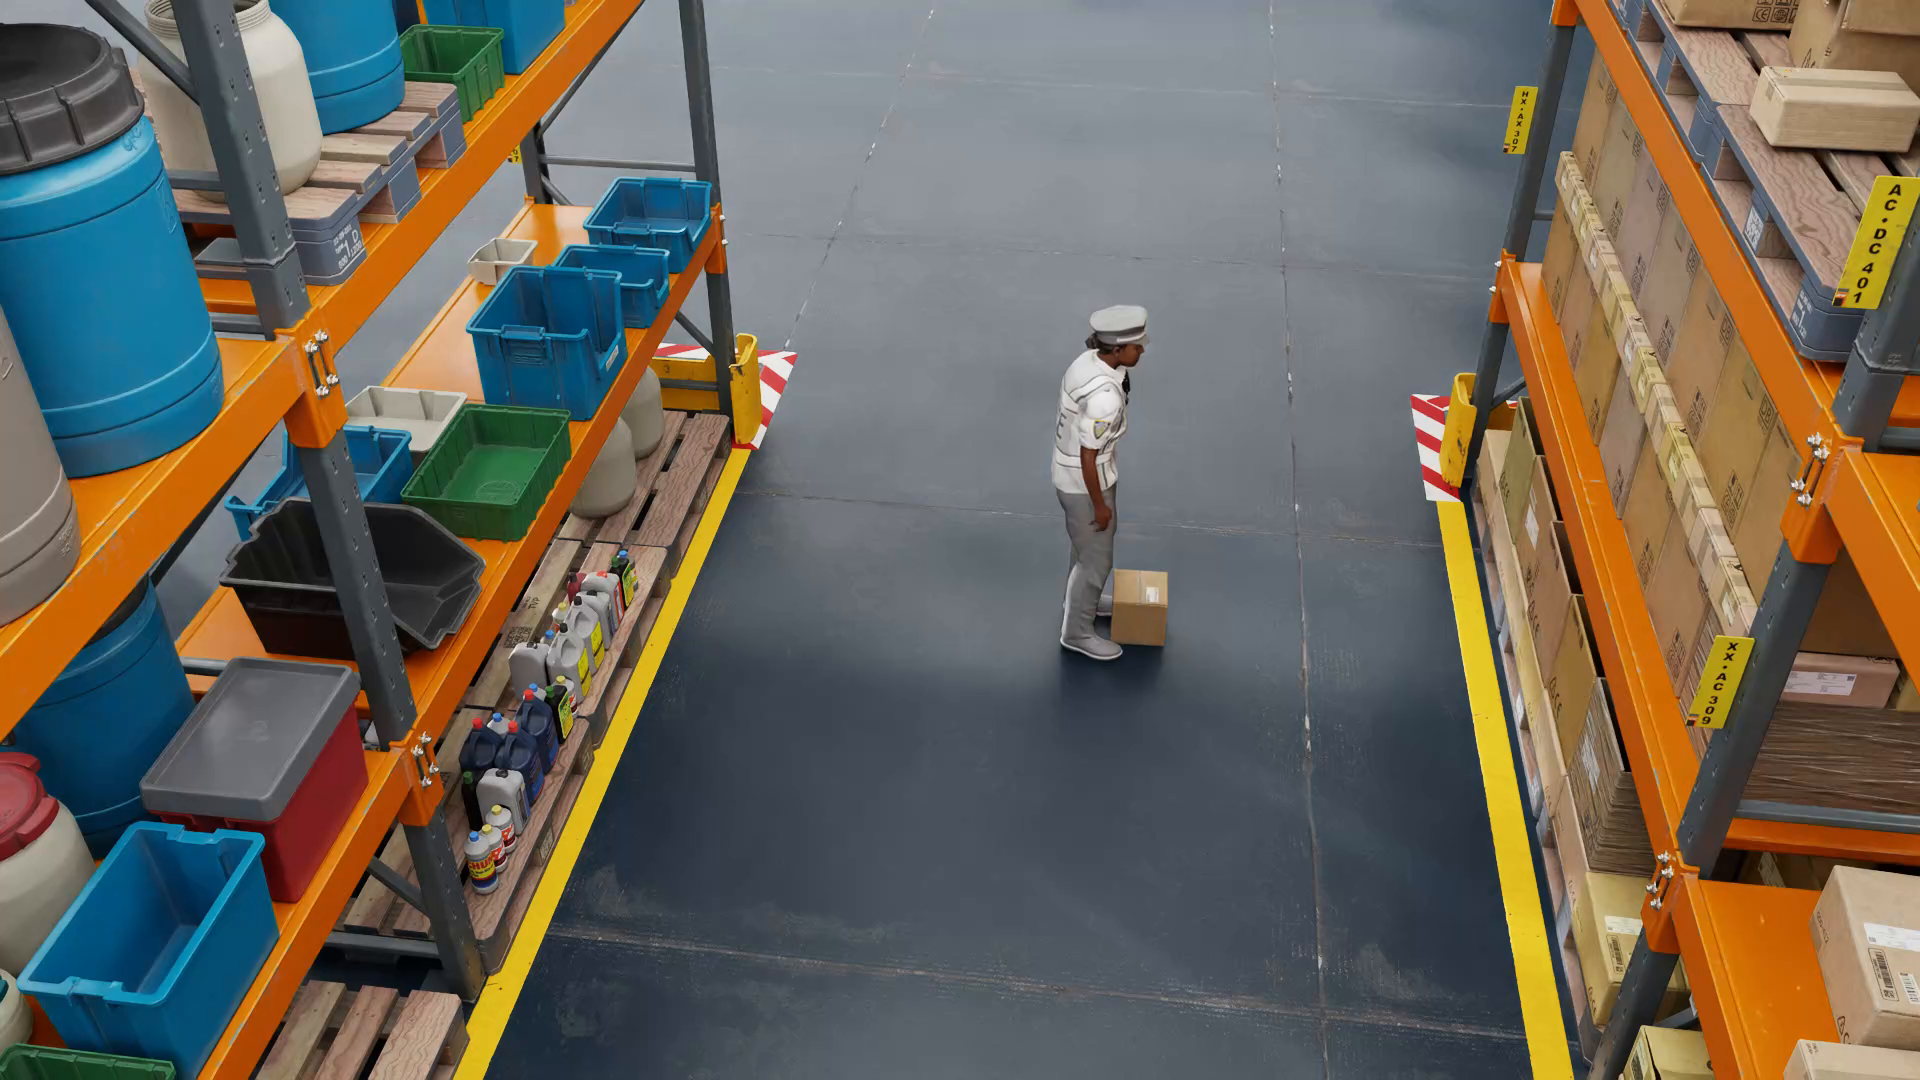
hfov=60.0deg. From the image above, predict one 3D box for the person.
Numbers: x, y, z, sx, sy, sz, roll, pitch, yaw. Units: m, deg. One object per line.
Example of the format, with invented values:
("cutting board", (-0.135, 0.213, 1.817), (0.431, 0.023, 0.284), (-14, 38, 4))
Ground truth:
("person", (0.603, -0.262, 7.397), (0.397, 1.656, 0.527), (2, 36, 3))
